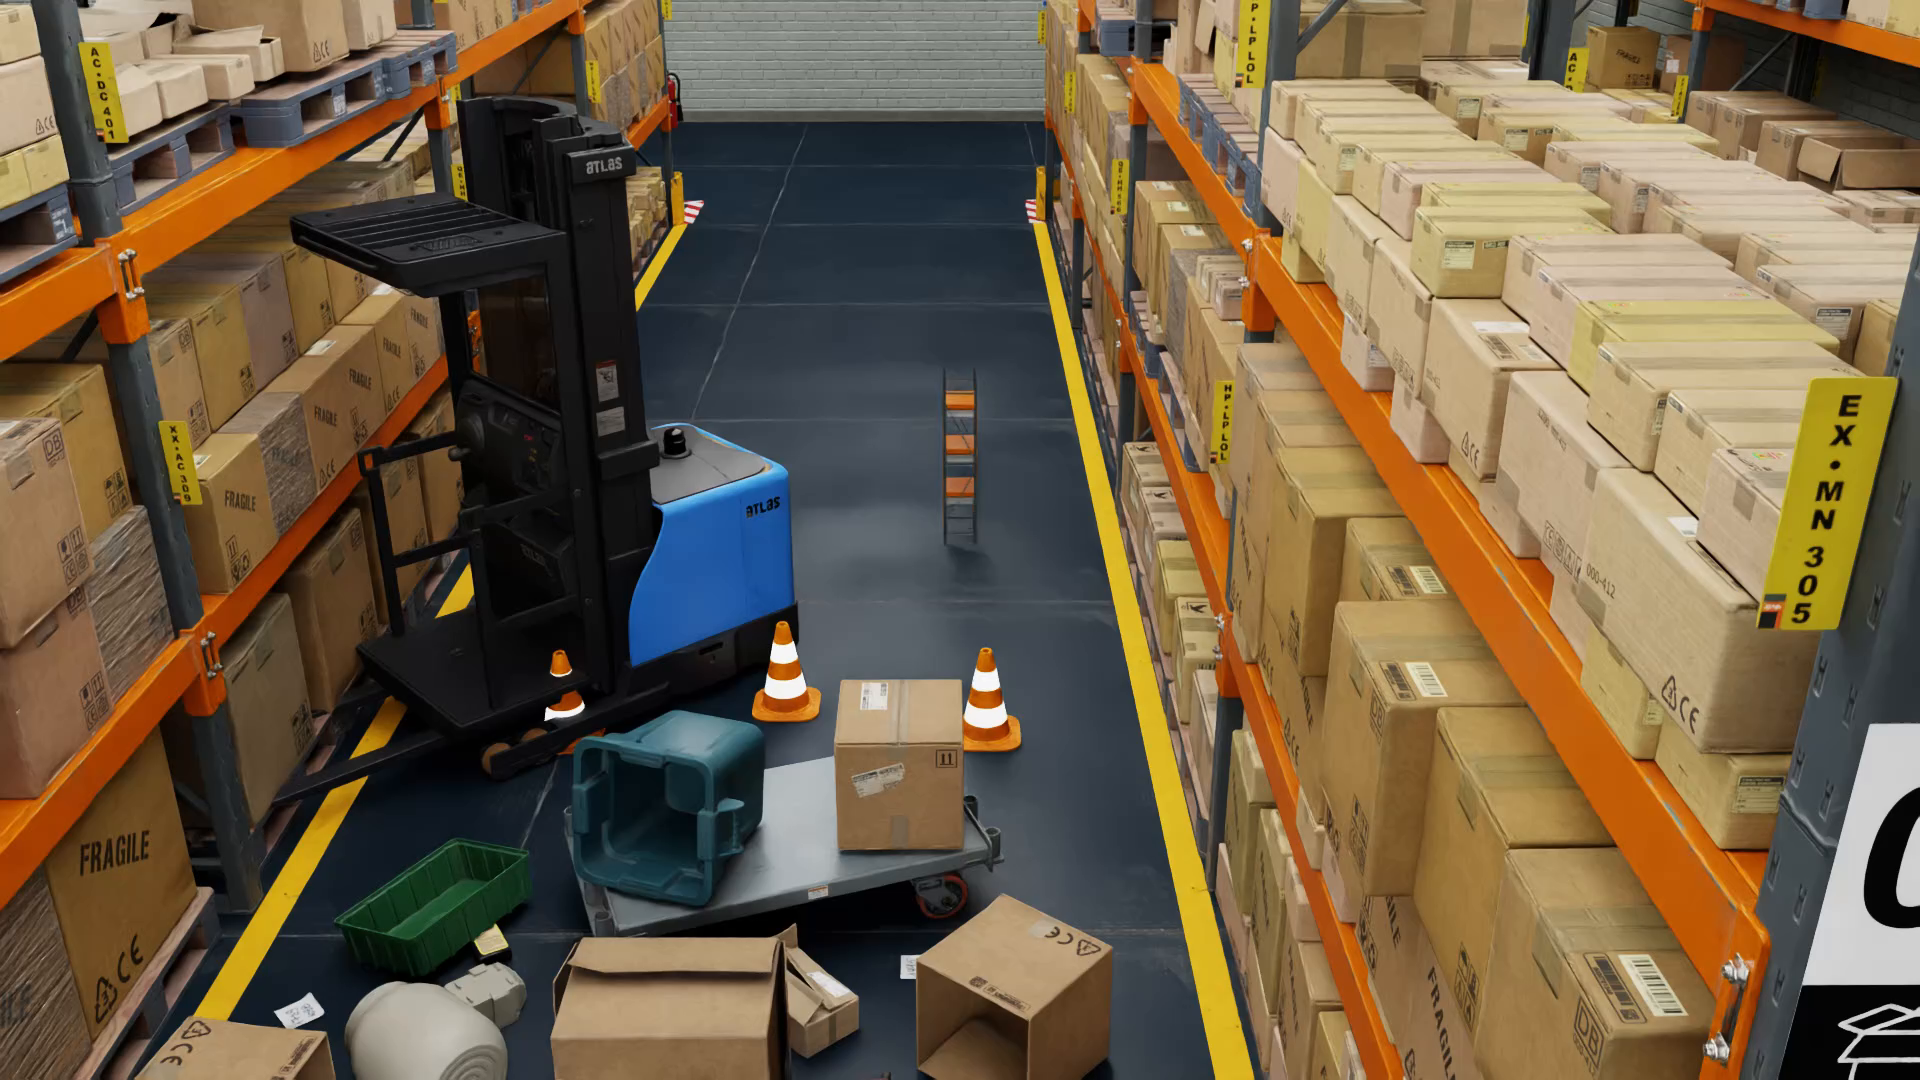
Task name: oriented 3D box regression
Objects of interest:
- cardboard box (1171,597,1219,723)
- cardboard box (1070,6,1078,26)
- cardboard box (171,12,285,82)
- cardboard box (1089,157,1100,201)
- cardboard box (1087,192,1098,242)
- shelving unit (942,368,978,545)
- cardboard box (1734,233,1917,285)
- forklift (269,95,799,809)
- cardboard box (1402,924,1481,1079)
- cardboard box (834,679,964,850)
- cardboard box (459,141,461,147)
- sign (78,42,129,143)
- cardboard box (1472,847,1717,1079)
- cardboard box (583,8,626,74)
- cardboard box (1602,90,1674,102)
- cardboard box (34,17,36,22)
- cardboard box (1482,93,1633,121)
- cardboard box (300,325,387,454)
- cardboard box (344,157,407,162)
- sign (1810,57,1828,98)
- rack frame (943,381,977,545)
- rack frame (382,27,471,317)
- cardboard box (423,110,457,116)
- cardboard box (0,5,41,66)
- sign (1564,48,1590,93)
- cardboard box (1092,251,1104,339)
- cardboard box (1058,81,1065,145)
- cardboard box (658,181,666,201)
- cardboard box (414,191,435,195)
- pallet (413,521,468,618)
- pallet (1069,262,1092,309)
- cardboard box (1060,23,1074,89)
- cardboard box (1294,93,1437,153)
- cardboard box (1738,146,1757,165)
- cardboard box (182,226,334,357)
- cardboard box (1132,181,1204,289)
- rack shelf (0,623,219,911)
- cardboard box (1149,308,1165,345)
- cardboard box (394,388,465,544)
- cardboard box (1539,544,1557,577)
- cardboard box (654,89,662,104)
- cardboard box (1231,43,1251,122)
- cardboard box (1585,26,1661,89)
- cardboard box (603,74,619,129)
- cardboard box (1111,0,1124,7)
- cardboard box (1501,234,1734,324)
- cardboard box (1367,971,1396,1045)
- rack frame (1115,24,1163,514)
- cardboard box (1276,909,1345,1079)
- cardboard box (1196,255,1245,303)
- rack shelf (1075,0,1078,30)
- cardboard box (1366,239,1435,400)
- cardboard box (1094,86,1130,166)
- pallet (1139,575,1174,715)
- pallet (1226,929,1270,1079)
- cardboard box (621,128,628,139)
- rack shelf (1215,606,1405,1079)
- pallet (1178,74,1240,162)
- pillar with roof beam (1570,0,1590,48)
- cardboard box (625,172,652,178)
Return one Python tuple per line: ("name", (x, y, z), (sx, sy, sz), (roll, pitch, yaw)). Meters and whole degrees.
("cardboard box", (1.522, 0.582, 8.002), (0.950, 0.372, 0.625), (1, 24, 3))
("cardboard box", (1.182, -4.657, 14.785), (0.380, 0.149, 0.250), (-1, 24, -2))
("cardboard box", (-3.216, -2.162, 7.282), (0.396, 0.266, 0.258), (0, 24, -1))
("cardboard box", (1.197, -2.553, 11.831), (0.500, 0.250, 0.500), (-1, 24, -2))
("cardboard box", (1.188, -2.326, 11.936), (0.500, 0.250, 0.500), (-1, 24, -1))
("shelving unit", (-0.001, -0.500, 10.082), (0.215, 1.050, 0.252), (0, 24, -1))
("cardboard box", (1.878, -0.546, 3.516), (0.380, 0.149, 0.250), (0, 24, 1))
("forklift", (-2.280, -0.459, 7.708), (3.031, 2.935, 1.130), (-21, 32, -38))
("cardboard box", (1.303, 1.127, 3.636), (0.500, 0.500, 0.500), (0, 24, 0))
("cardboard box", (-0.238, 0.903, 6.728), (0.500, 0.500, 0.500), (0, 24, -1))
("cardboard box", (-3.942, -2.979, 12.630), (0.380, 0.149, 0.250), (0, 24, 1))
("sign", (-2.852, -1.489, 5.538), (0.100, 0.325, 0.005), (0, 24, -1))
("cardboard box", (1.361, 0.891, 2.945), (0.700, 0.500, 0.500), (-1, 24, -2))
("cardboard box", (-3.251, -4.389, 14.618), (0.500, 0.500, 0.500), (0, 24, 0))
("cardboard box", (6.156, -3.919, 15.097), (0.500, 0.250, 0.500), (0, 24, -1))
("cardboard box", (-8.758, -4.815, 16.168), (0.500, 0.500, 0.500), (-1, 24, -2))
("cardboard box", (1.843, -1.290, 5.160), (0.380, 0.149, 0.250), (-1, 24, -2))
("cardboard box", (-3.158, -0.734, 8.112), (0.500, 0.500, 0.500), (0, 24, 0))
("cardboard box", (-3.921, -2.464, 11.132), (0.380, 0.149, 0.250), (0, 24, -1))
("sign", (6.973, -3.763, 13.525), (0.100, 0.325, 0.005), (0, 24, -1))
("rack frame", (0.001, -0.450, 9.971), (0.200, 1.050, 0.008), (0, 24, -1))
("rack frame", (-3.451, -1.496, 9.917), (1.000, 3.000, 0.127), (0, 24, -1))
("cardboard box", (-3.941, -3.213, 12.786), (0.380, 0.149, 0.250), (0, 24, 1))
("cardboard box", (-3.084, -1.551, 5.105), (0.380, 0.149, 0.250), (0, 24, -1))
("sign", (2.084, -1.519, 5.701), (0.100, 0.325, 0.005), (0, 24, -1))
("cardboard box", (1.541, -2.176, 13.490), (0.875, 0.875, 0.875), (0, 24, 1))
("cardboard box", (1.162, -3.862, 15.029), (0.500, 0.500, 0.500), (-1, 24, -1))
("cardboard box", (-3.247, -3.604, 17.167), (0.380, 0.149, 0.250), (-1, 24, -2))
("cardboard box", (-3.262, -2.037, 10.186), (0.380, 0.149, 0.250), (0, 24, 0))
("pallet", (-3.517, 0.100, 9.772), (1.003, 0.211, 1.213), (0, 24, -1))
("pallet", (1.524, -2.251, 14.971), (1.003, 0.211, 1.213), (0, 24, -1))
("cardboard box", (1.161, -4.321, 14.829), (0.500, 0.500, 0.500), (0, 24, 0))
("cardboard box", (1.251, -1.289, 5.156), (0.380, 0.149, 0.250), (0, 24, 1))
("cardboard box", (6.049, -2.787, 12.427), (0.396, 0.266, 0.258), (1, 24, 2))
("cardboard box", (-3.435, -1.181, 7.887), (0.700, 0.500, 0.500), (0, 24, -1))
("cardboard box", (1.271, -1.745, 9.477), (0.500, 0.500, 0.500), (-1, 24, -2))
("rack shelf", (-3.385, 1.305, 4.599), (1.077, 0.370, 4.000), (0, 24, -1))
("cardboard box", (1.224, -1.159, 8.967), (0.380, 0.149, 0.250), (0, 24, 0))
("cardboard box", (-3.534, -0.411, 9.738), (1.050, 0.750, 0.750), (-1, 24, -1))
("cardboard box", (1.361, 0.022, 3.226), (0.380, 0.149, 0.250), (0, 24, 0))
("cardboard box", (-3.252, -4.545, 16.963), (0.380, 0.149, 0.250), (0, 24, 0))
("cardboard box", (1.390, -1.850, 6.732), (0.500, 0.250, 0.500), (0, 24, 0))
("cardboard box", (6.126, -4.482, 15.432), (0.500, 0.500, 0.500), (0, 24, 1))
("cardboard box", (-3.260, -3.734, 14.384), (0.500, 0.500, 0.500), (0, 24, -1))
("cardboard box", (1.297, -3.570, 10.233), (0.700, 0.500, 0.500), (-1, 24, -3))
("cardboard box", (1.377, -0.542, 3.505), (0.380, 0.149, 0.250), (-1, 24, -2))
("cardboard box", (1.283, 1.172, 4.324), (0.380, 0.149, 0.250), (-1, 24, -1))
("rack frame", (1.498, -1.560, 10.058), (1.000, 3.000, 0.127), (0, 24, -1))
("cardboard box", (1.300, 1.487, 5.239), (0.500, 0.500, 0.500), (1, 24, 2))
("cardboard box", (1.264, -1.165, 7.407), (0.380, 0.149, 0.250), (-1, 24, -3))
("rack shelf", (1.432, -5.071, 15.055), (1.077, 0.370, 4.000), (0, 24, -1))
("cardboard box", (1.288, -0.536, 3.975), (0.500, 0.250, 0.500), (0, 24, 0))
("cardboard box", (1.220, -2.897, 11.681), (0.500, 0.500, 0.500), (-1, 24, -1))
("pallet", (1.515, 0.535, 8.812), (1.003, 0.211, 1.213), (0, 24, -1))
("pallet", (1.584, 1.636, 6.377), (1.003, 0.211, 1.213), (0, 24, -1))
("cardboard box", (-3.233, -3.690, 15.074), (0.380, 0.149, 0.250), (1, 24, 2))
("rack shelf", (1.563, 1.241, 4.740), (1.077, 0.370, 4.000), (0, 24, -1))
("pallet", (1.627, -1.875, 7.343), (1.213, 0.211, 1.003), (0, 24, -1))
("pillar with roof beam", (2.941, -8.709, 18.586), (9.100, 9.000, 0.400), (0, 24, -1))
("cardboard box", (-3.334, -3.635, 16.875), (0.380, 0.149, 0.250), (0, 24, 0))
